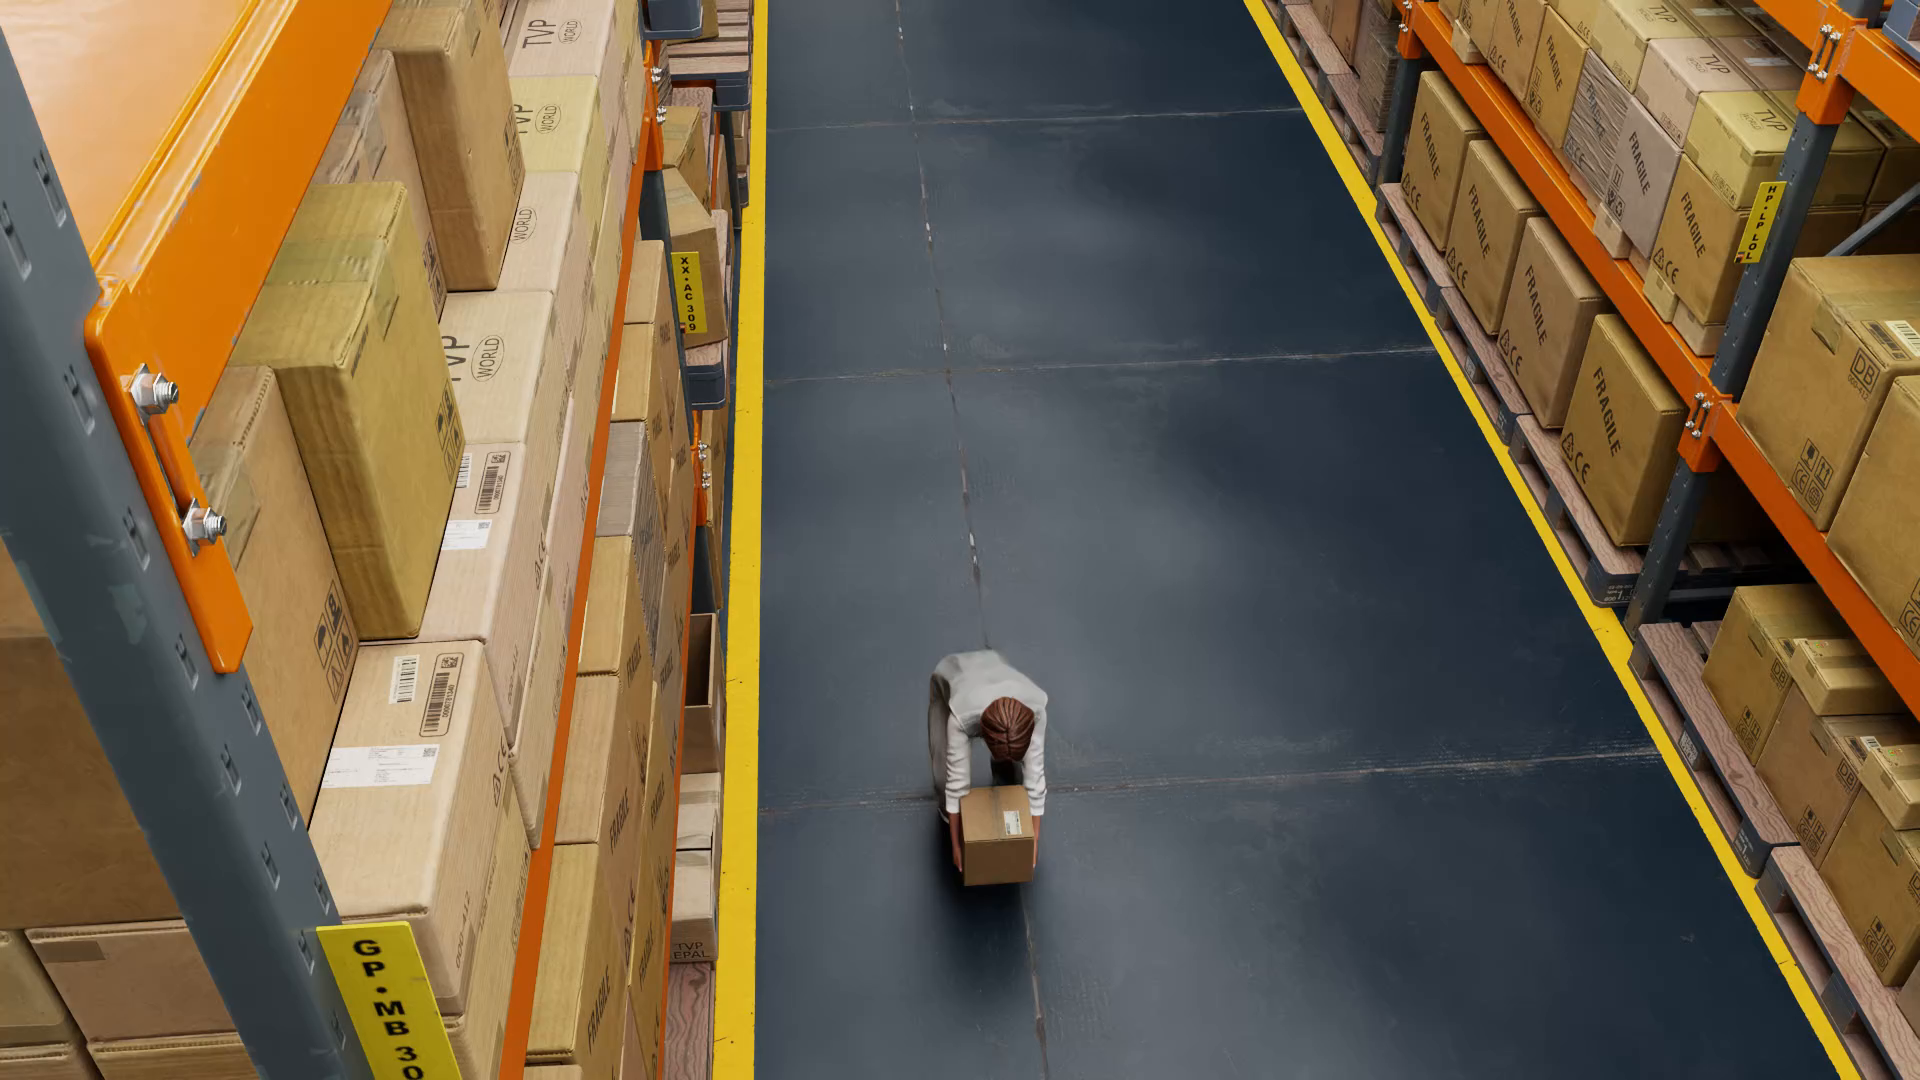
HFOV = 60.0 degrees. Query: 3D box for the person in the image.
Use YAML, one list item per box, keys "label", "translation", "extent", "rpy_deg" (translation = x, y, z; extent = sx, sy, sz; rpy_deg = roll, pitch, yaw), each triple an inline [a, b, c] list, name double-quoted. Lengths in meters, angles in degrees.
- label: "person"
  translation: [0.097, 0.767, 6.214]
  extent: [0.420, 0.897, 0.831]
  rpy_deg: [-4, 40, -5]
